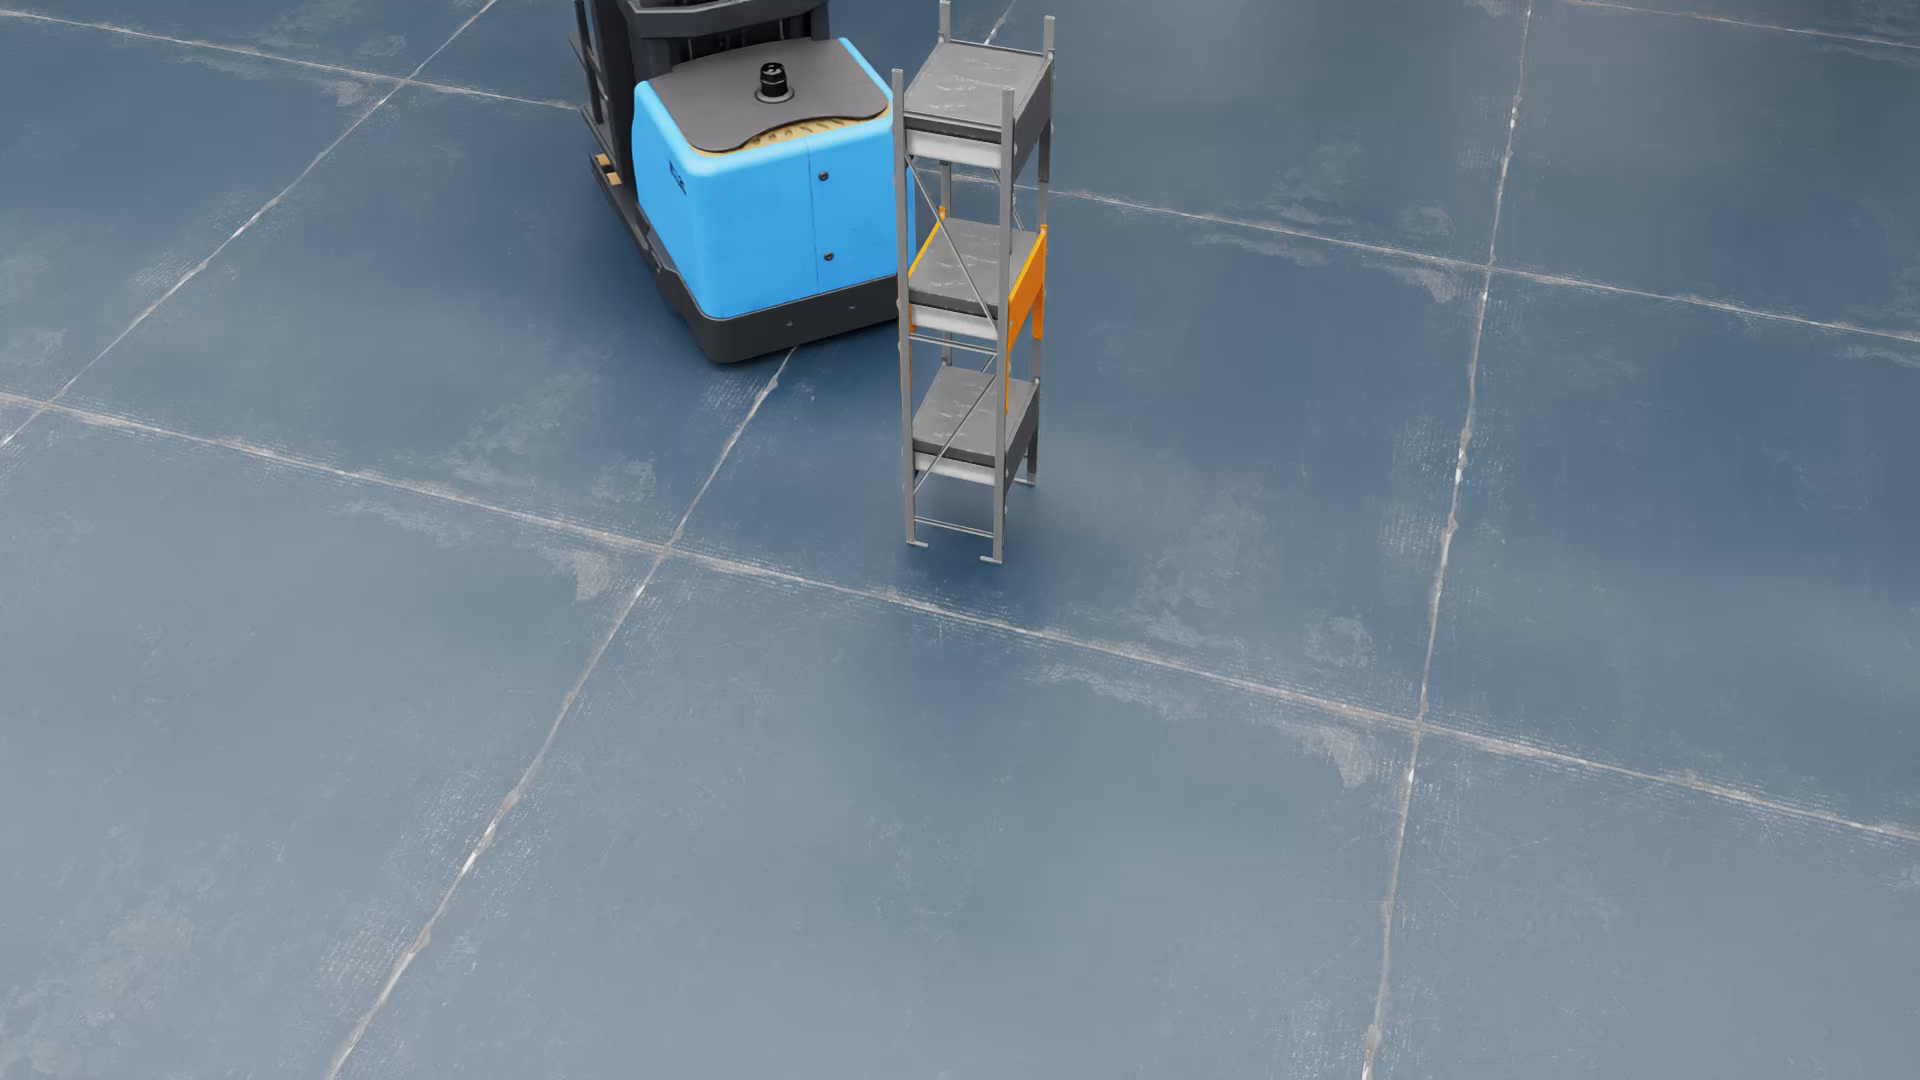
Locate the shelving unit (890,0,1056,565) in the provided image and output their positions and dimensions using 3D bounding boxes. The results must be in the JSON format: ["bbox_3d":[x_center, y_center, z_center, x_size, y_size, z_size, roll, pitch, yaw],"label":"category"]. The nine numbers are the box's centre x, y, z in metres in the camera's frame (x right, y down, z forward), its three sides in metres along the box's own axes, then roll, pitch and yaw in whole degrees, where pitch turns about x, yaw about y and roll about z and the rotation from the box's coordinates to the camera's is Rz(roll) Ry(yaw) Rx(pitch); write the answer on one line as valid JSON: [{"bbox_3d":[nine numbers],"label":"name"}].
[{"bbox_3d":[0.050,-0.861,6.128,0.431,2.100,0.503,13,46,12],"label":"shelving unit"}]

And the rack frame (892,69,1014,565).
[{"bbox_3d":[-0.024,-0.698,5.962,0.400,2.100,0.015,13,46,12],"label":"rack frame"}]

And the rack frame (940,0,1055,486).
[{"bbox_3d":[0.124,-1.023,6.295,0.400,2.100,0.015,13,46,12],"label":"rack frame"}]

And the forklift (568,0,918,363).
[{"bbox_3d":[-1.261,-2.878,7.596,1.130,2.935,3.031,-18,47,-17],"label":"forklift"}]

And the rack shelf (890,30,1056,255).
[{"bbox_3d":[0.050,-1.351,5.648,0.431,0.518,0.480,13,46,12],"label":"rack shelf"}]

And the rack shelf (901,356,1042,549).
[{"bbox_3d":[0.050,-0.351,6.628,0.431,0.518,0.480,13,46,12],"label":"rack shelf"}]

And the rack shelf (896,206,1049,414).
[{"bbox_3d":[0.050,-0.851,6.138,0.431,0.518,0.480,13,46,12],"label":"rack shelf"}]
